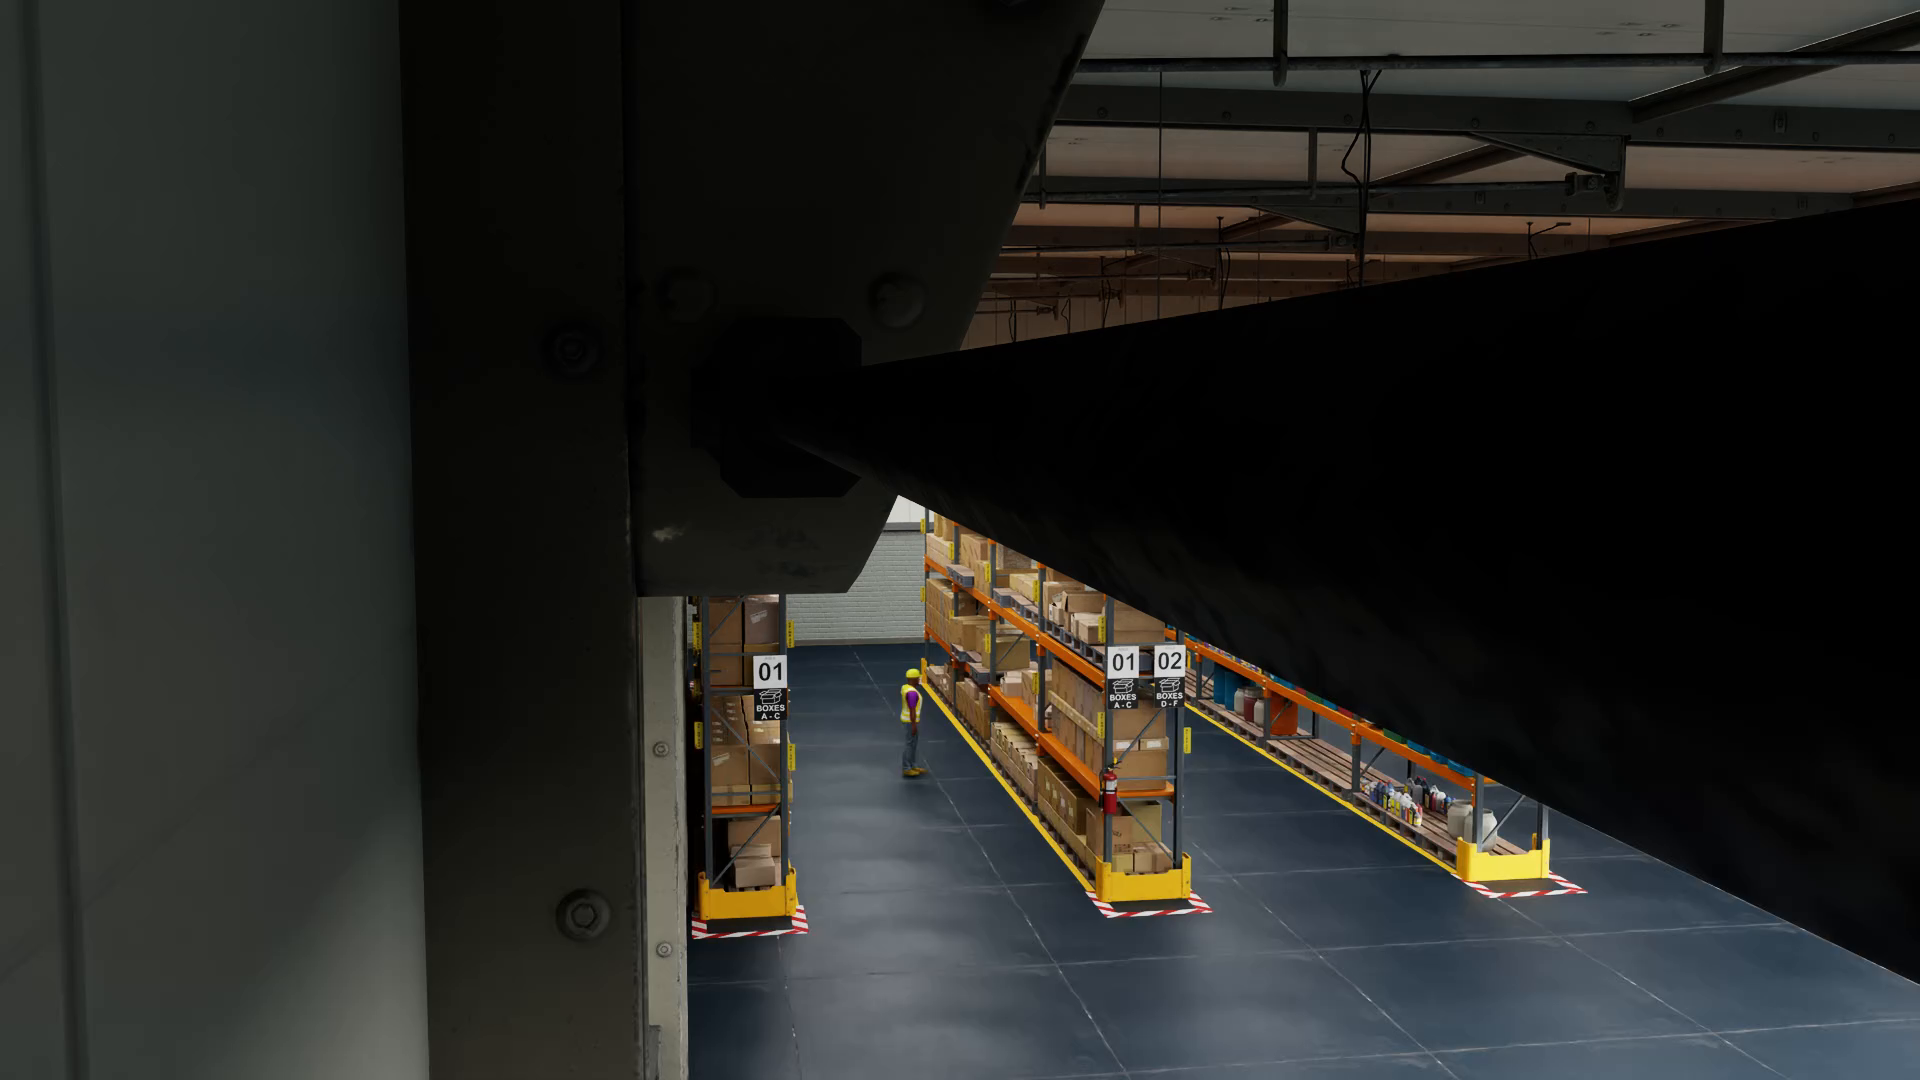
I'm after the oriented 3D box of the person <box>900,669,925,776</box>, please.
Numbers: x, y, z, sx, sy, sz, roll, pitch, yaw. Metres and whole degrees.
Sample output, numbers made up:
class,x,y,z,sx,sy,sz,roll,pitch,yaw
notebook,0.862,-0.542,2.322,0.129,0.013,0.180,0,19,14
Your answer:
class,x,y,z,sx,sy,sz,roll,pitch,yaw
person,-0.776,3.014,27.583,0.418,1.773,0.589,-1,5,-7
